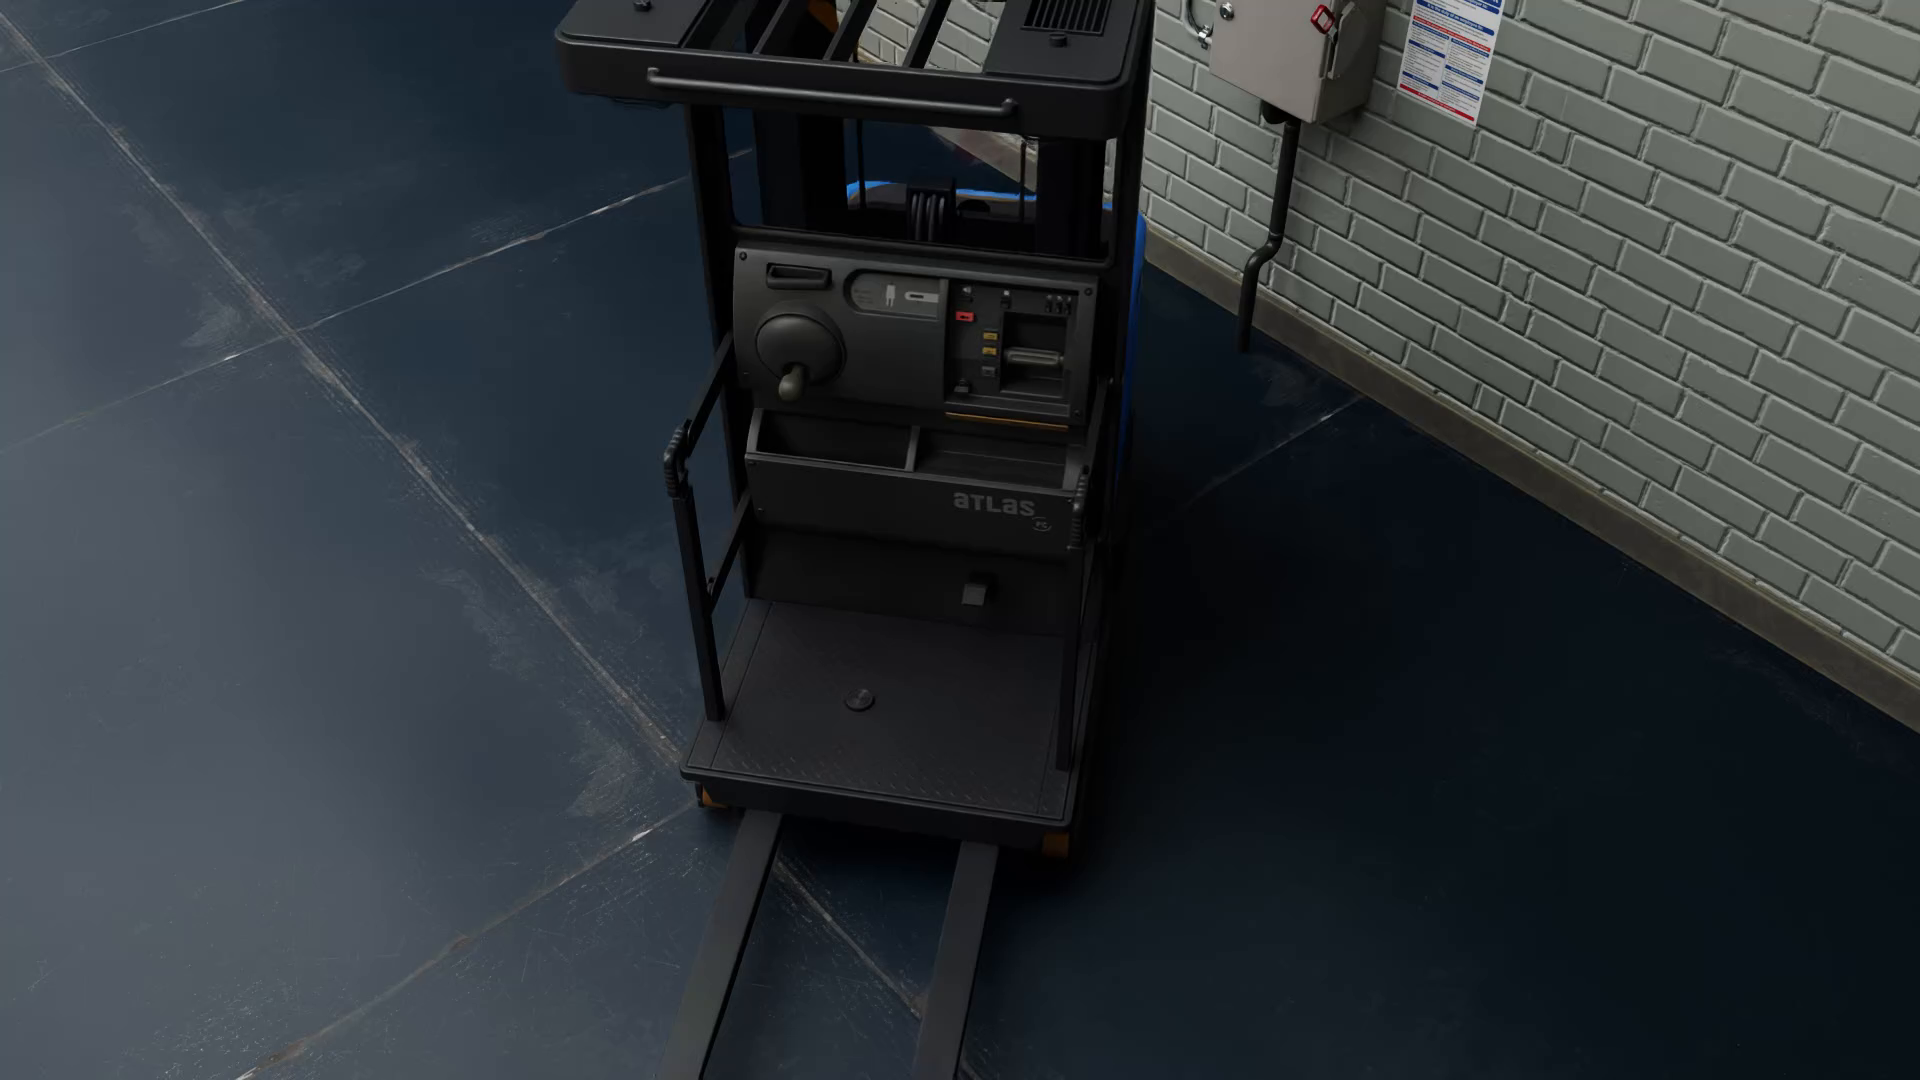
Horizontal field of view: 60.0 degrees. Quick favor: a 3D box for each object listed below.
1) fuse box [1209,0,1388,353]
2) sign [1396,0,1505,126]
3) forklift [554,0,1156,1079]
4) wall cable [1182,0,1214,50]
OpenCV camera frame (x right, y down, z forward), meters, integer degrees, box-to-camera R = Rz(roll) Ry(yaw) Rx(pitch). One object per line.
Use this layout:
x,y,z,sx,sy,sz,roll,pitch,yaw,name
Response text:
1.102,-1.350,5.938,0.414,1.711,0.539,-30,51,-28,fuse box
1.578,-1.617,5.350,0.001,0.494,0.329,-30,51,-28,sign
-0.157,-0.431,4.068,1.130,2.935,3.031,7,44,7,forklift
0.785,-2.618,5.604,0.122,1.984,0.588,-30,51,-28,wall cable
